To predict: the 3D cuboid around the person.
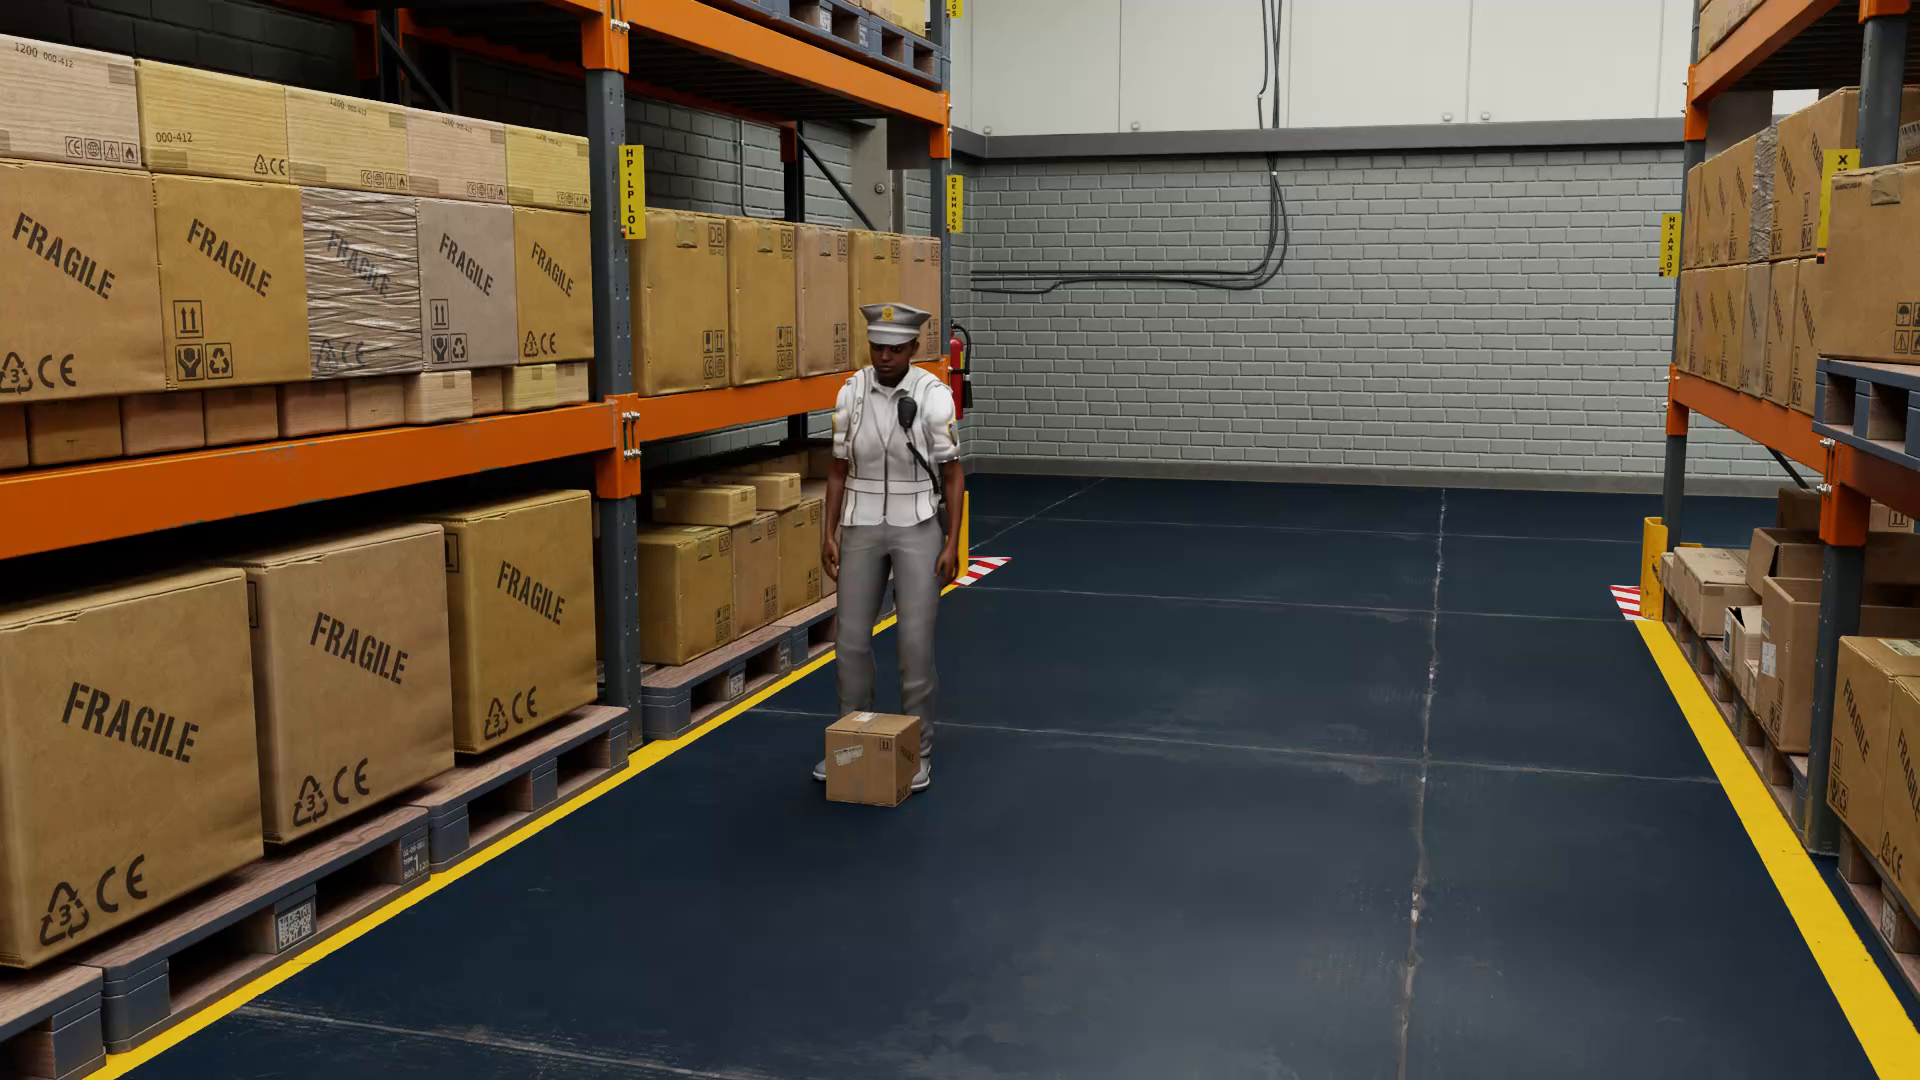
[{"bbox_3d":[-0.246,0.014,5.756,0.513,1.656,0.427,2,9,13],"label":"person"}]
